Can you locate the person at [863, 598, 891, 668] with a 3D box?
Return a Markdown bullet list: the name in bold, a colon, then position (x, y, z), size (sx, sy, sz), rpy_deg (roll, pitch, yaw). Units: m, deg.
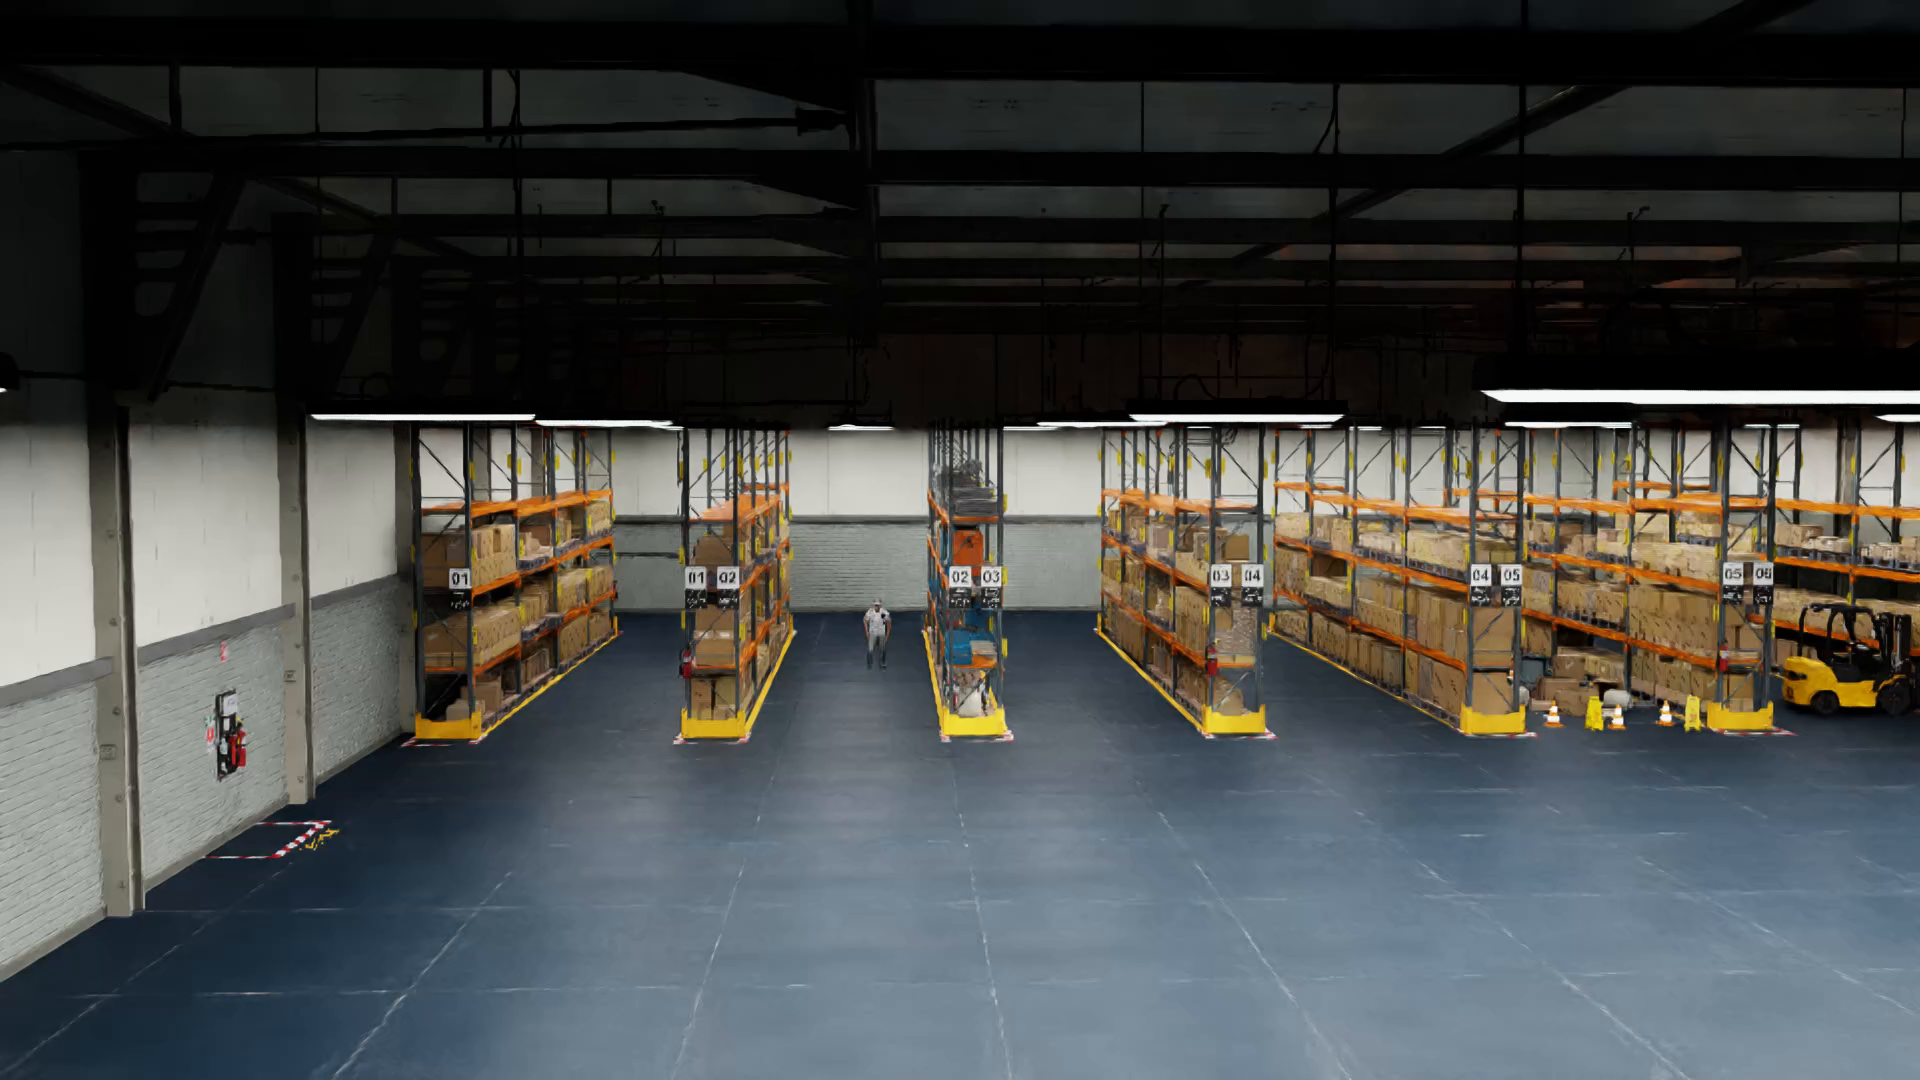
- **person**: position (-2.009, 2.245, 40.253), size (0.682, 1.715, 0.542), rpy_deg (0, 4, -4)
